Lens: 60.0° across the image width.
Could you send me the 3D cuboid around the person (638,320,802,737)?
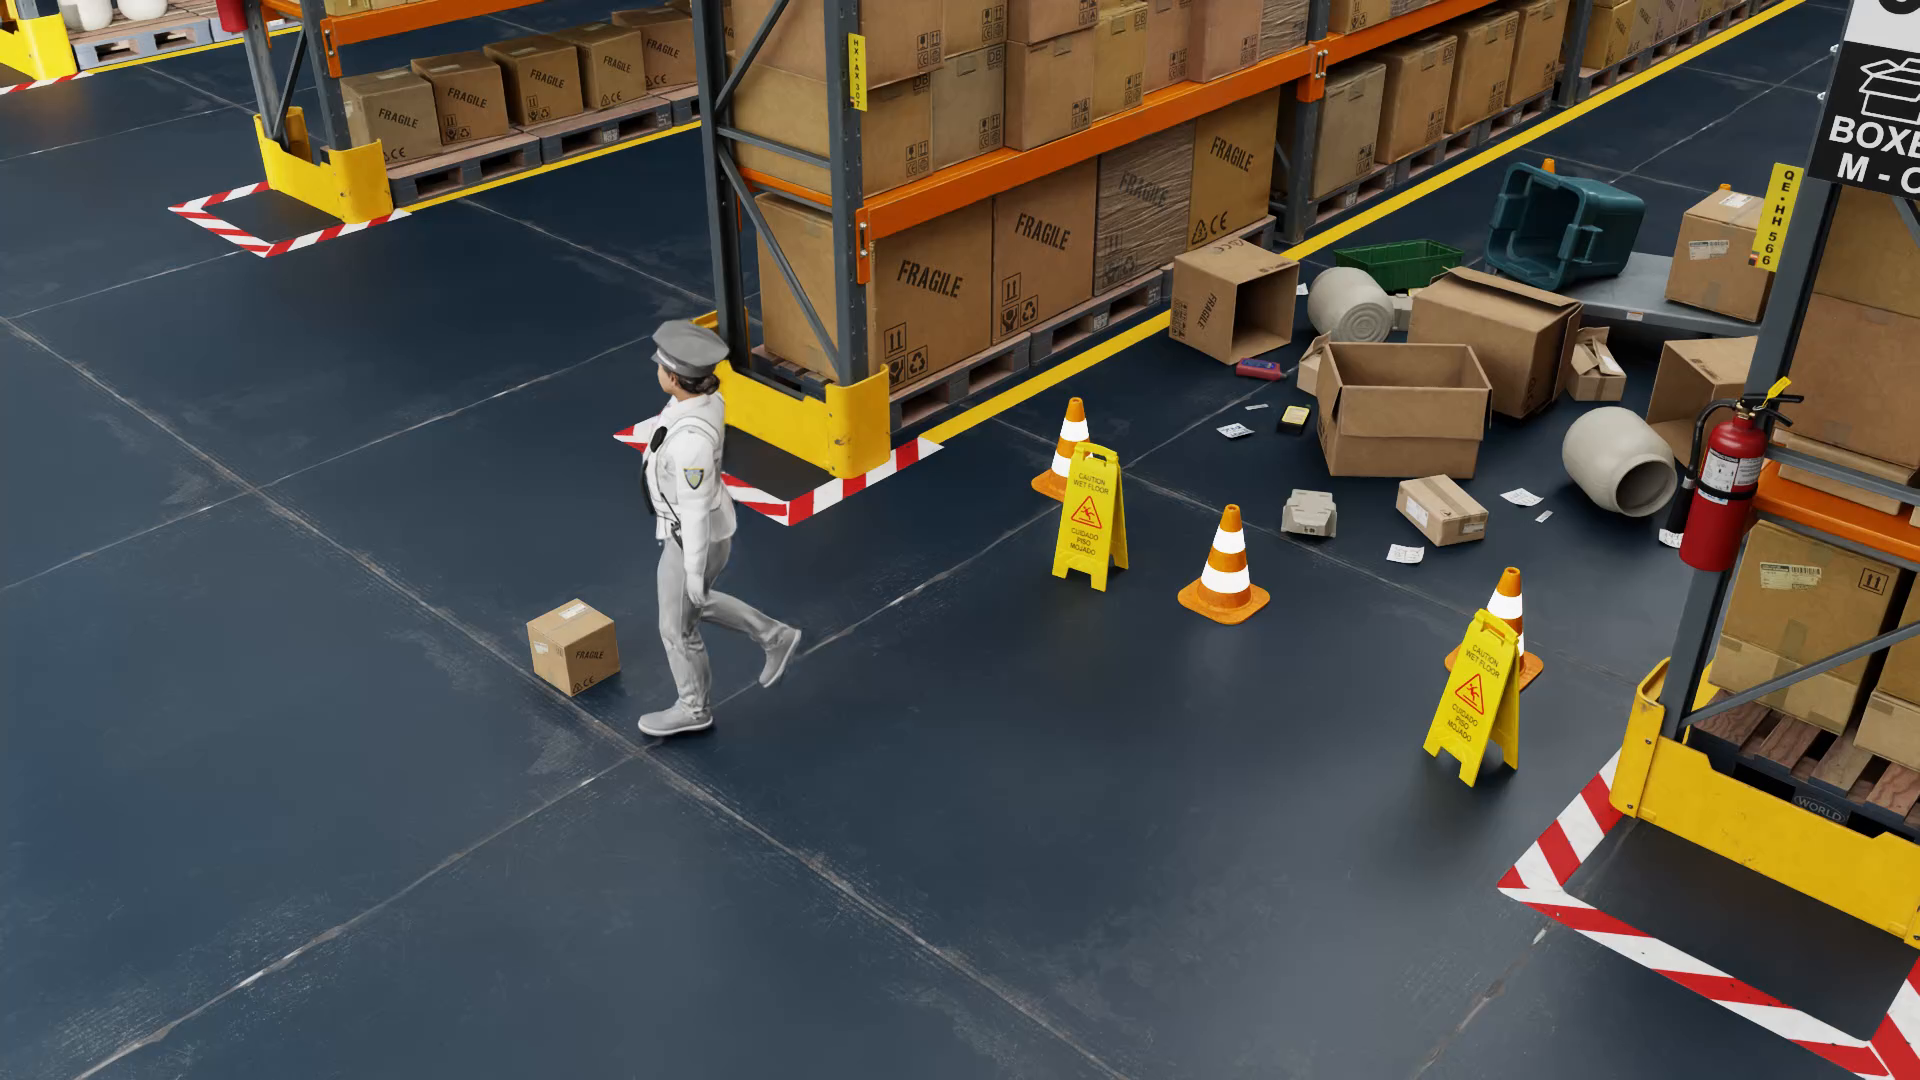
[{"bbox_3d":[-0.934,-0.025,6.137,0.650,1.669,0.505,-3,32,-4],"label":"person"}]
